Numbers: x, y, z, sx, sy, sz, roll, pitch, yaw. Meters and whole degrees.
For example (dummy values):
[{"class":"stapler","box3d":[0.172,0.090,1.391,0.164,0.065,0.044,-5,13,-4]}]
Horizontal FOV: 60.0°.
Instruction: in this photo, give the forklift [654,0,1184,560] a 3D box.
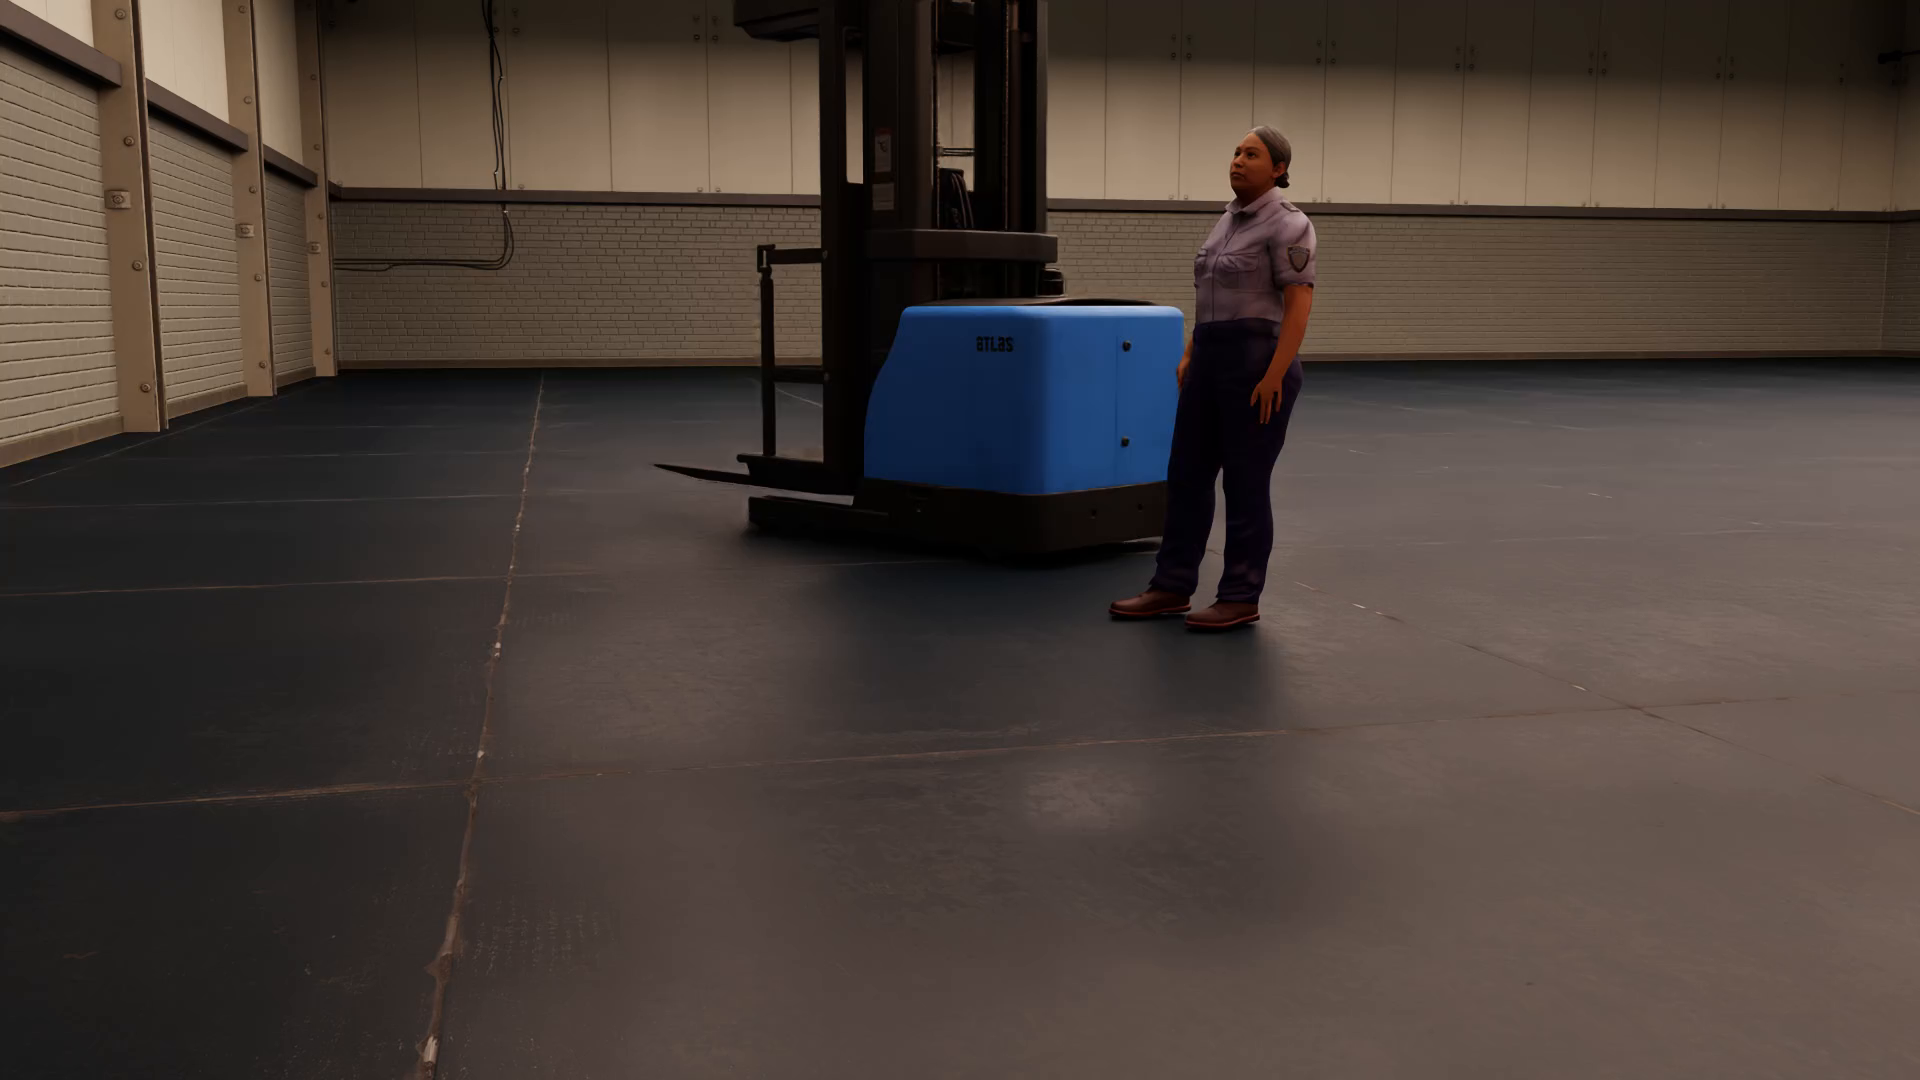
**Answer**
[{"class":"forklift","box3d":[-0.376,-1.522,8.007,1.130,2.935,3.031,-8,11,-43]}]

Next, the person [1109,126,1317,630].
[{"class":"person","box3d":[0.849,-0.528,5.535,0.504,1.637,0.595,-4,9,-24]}]
